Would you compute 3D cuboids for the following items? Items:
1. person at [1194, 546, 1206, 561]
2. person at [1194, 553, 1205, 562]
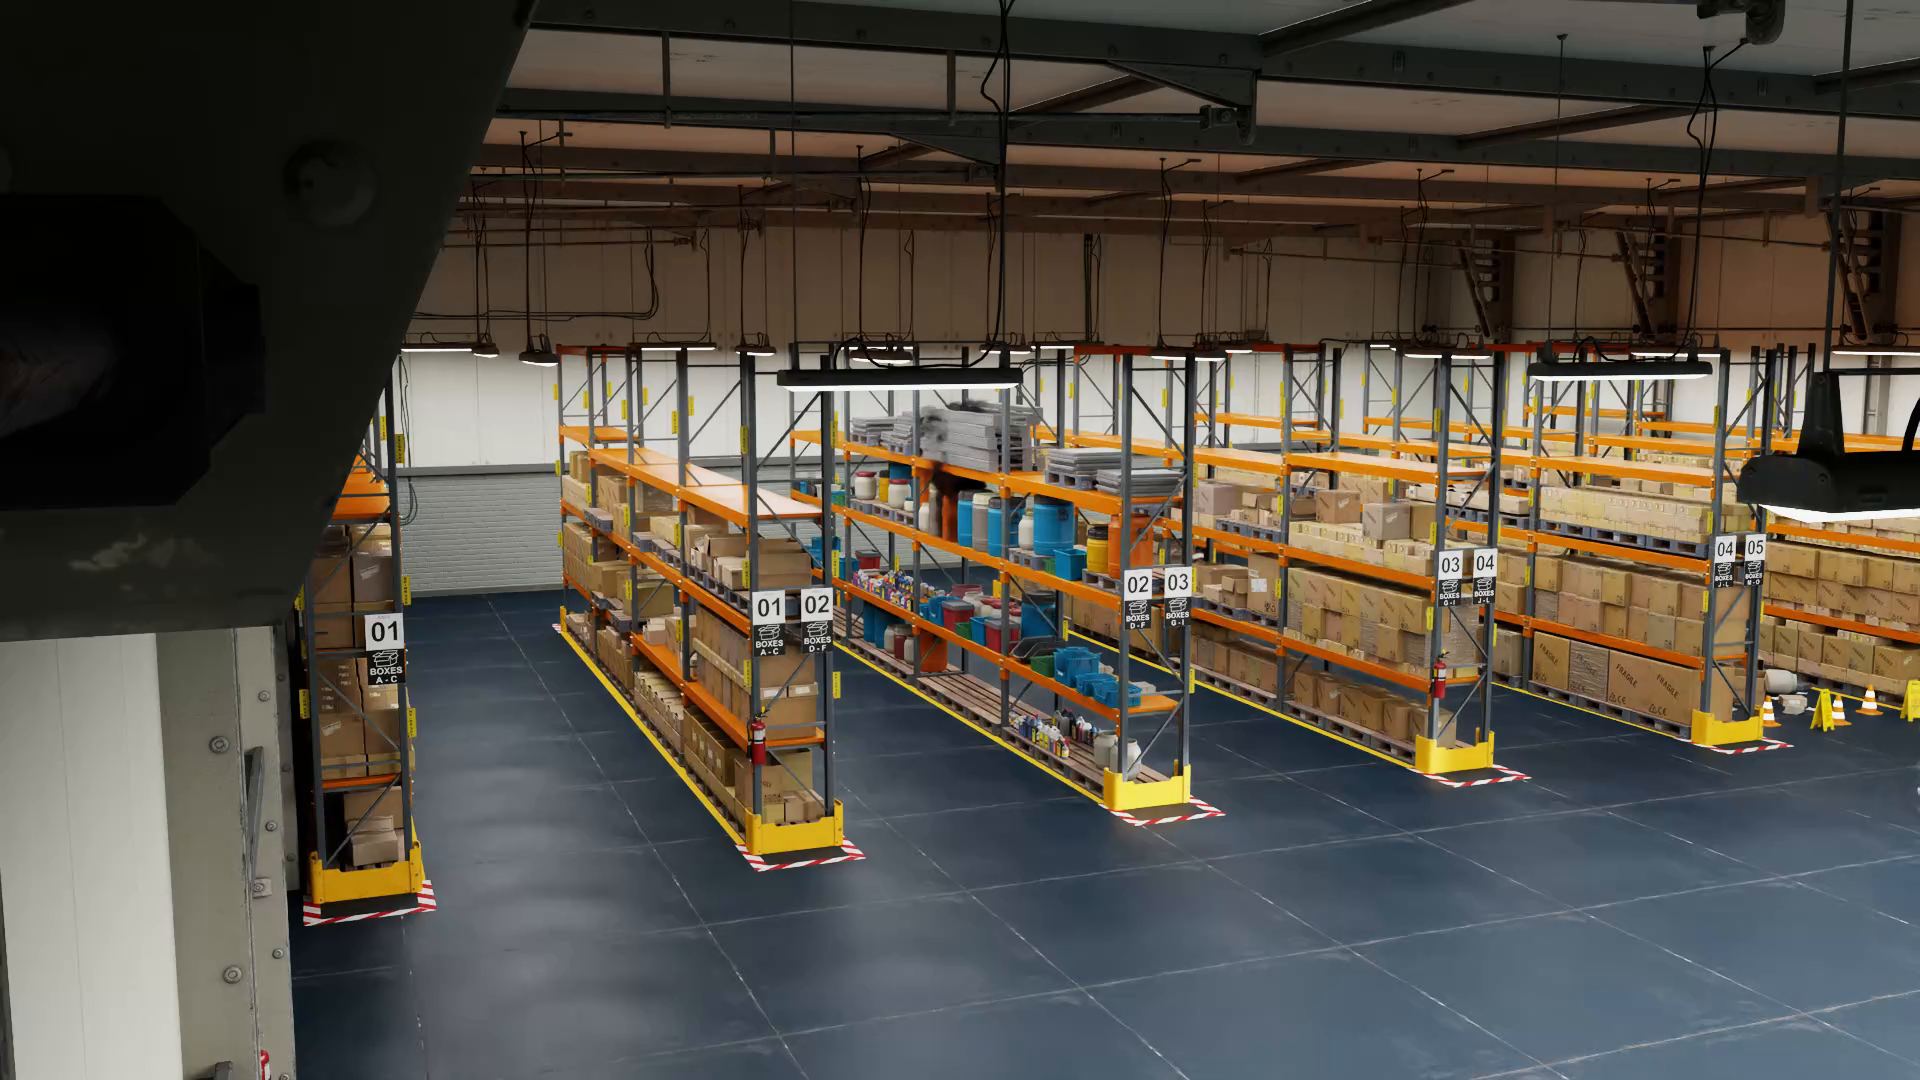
[{"bbox_3d":[6.036,0.237,41.793,0.511,1.596,0.806,1,7,5],"label":"person"},{"bbox_3d":[4.911,1.159,33.943,0.684,1.814,0.731,-2,8,-18],"label":"person"}]
